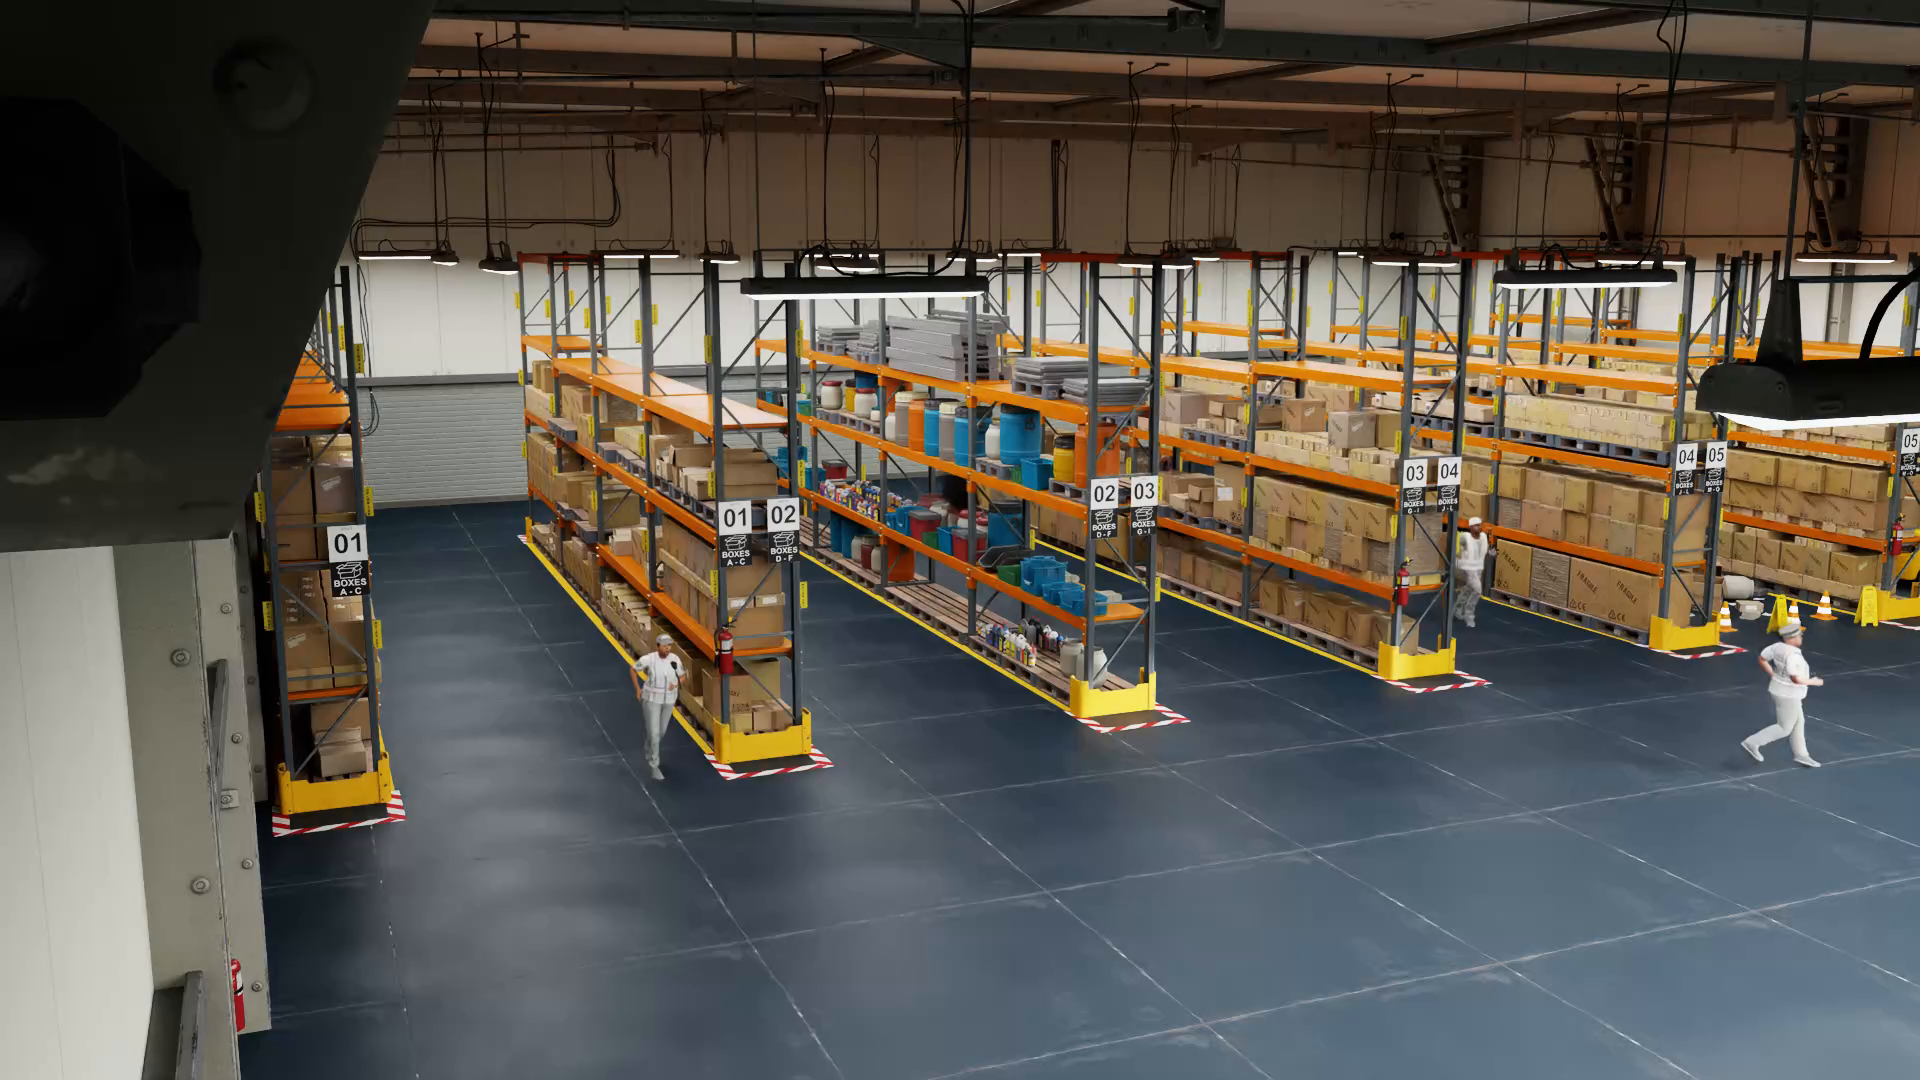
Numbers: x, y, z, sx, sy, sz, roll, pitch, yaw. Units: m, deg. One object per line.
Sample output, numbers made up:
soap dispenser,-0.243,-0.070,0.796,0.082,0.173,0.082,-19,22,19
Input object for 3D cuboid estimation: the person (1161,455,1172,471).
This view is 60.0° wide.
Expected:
person,5.106,-2.094,41.823,0.903,1.640,0.626,4,11,20

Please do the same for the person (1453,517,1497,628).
person,8.433,0.524,27.332,0.644,1.843,0.762,-6,12,-31

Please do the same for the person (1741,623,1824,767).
person,9.902,1.868,19.934,0.980,1.790,0.674,1,10,6

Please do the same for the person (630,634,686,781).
person,-3.570,1.948,19.878,0.621,1.685,0.824,-6,12,-31
